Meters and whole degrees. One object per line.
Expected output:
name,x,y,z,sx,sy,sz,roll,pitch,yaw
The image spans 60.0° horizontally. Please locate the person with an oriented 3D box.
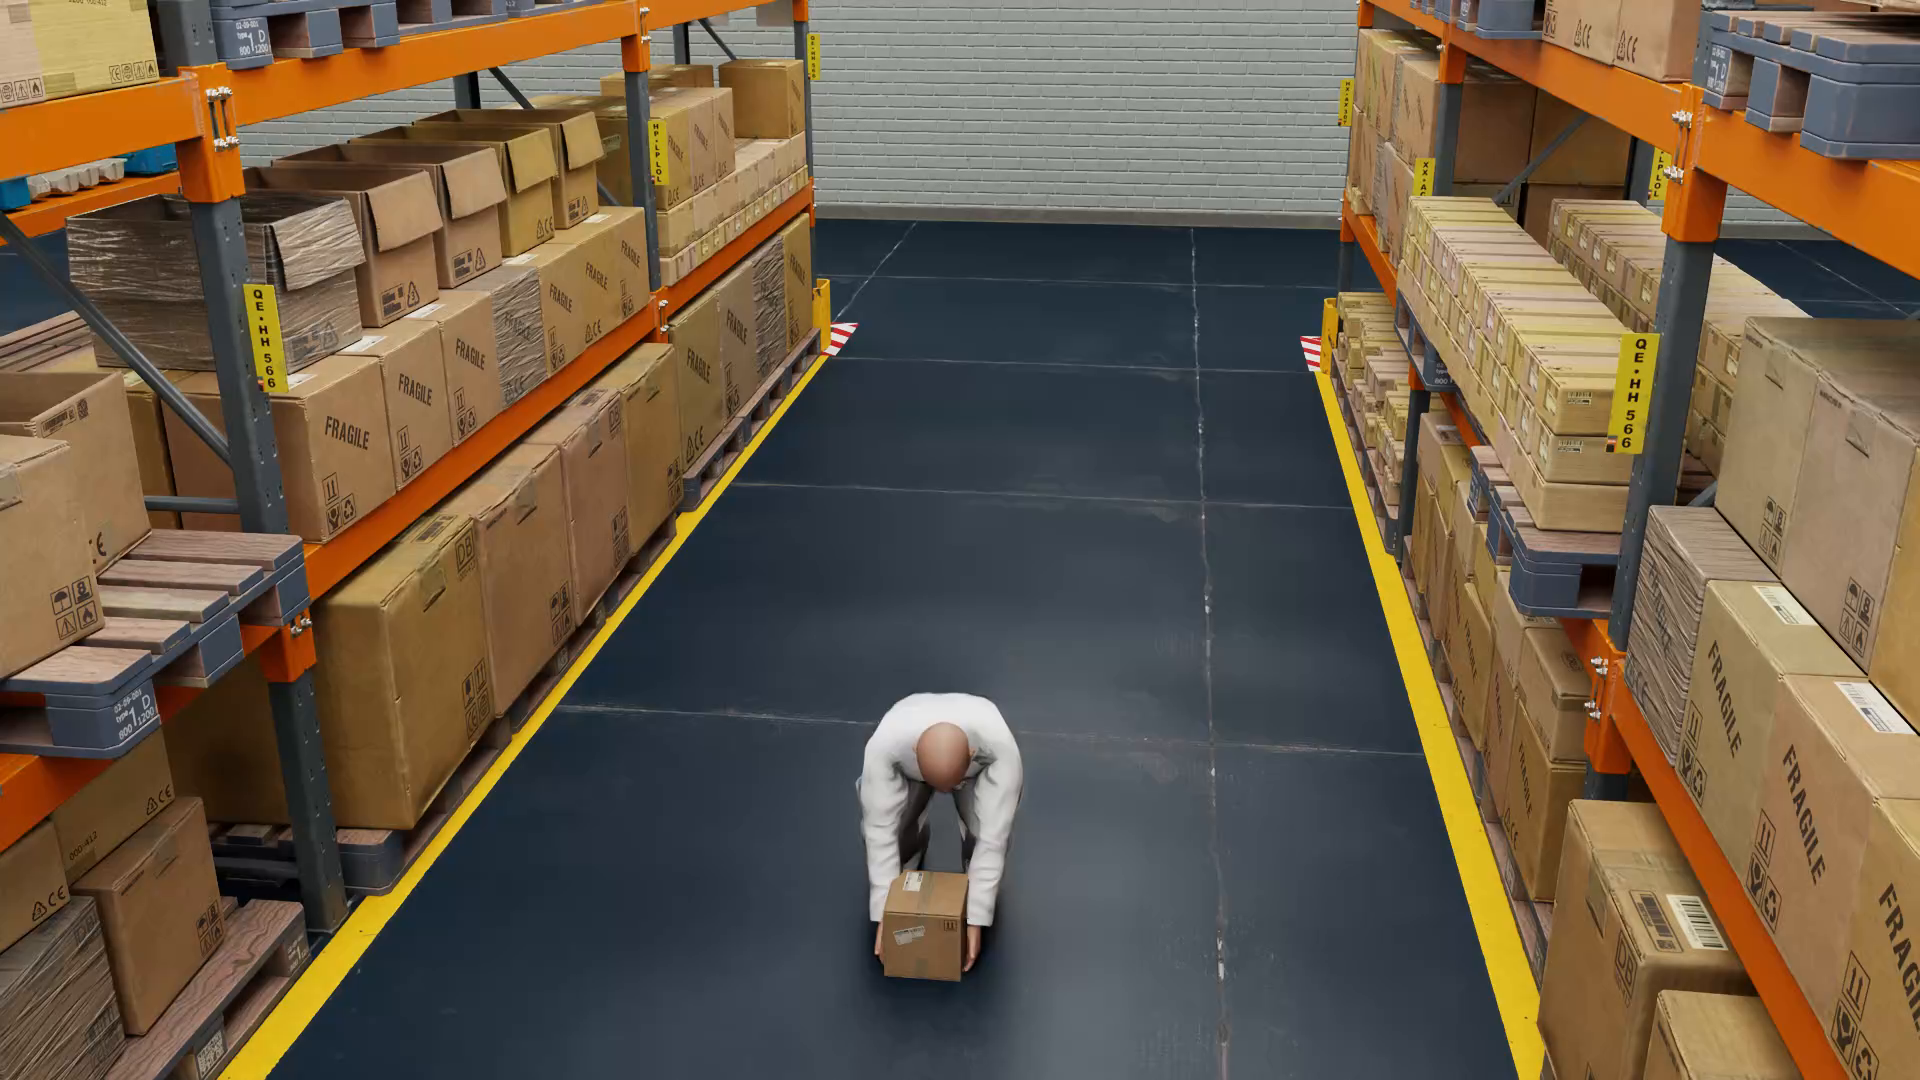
person,-0.070,0.427,5.580,0.538,1.716,0.615,2,21,5
